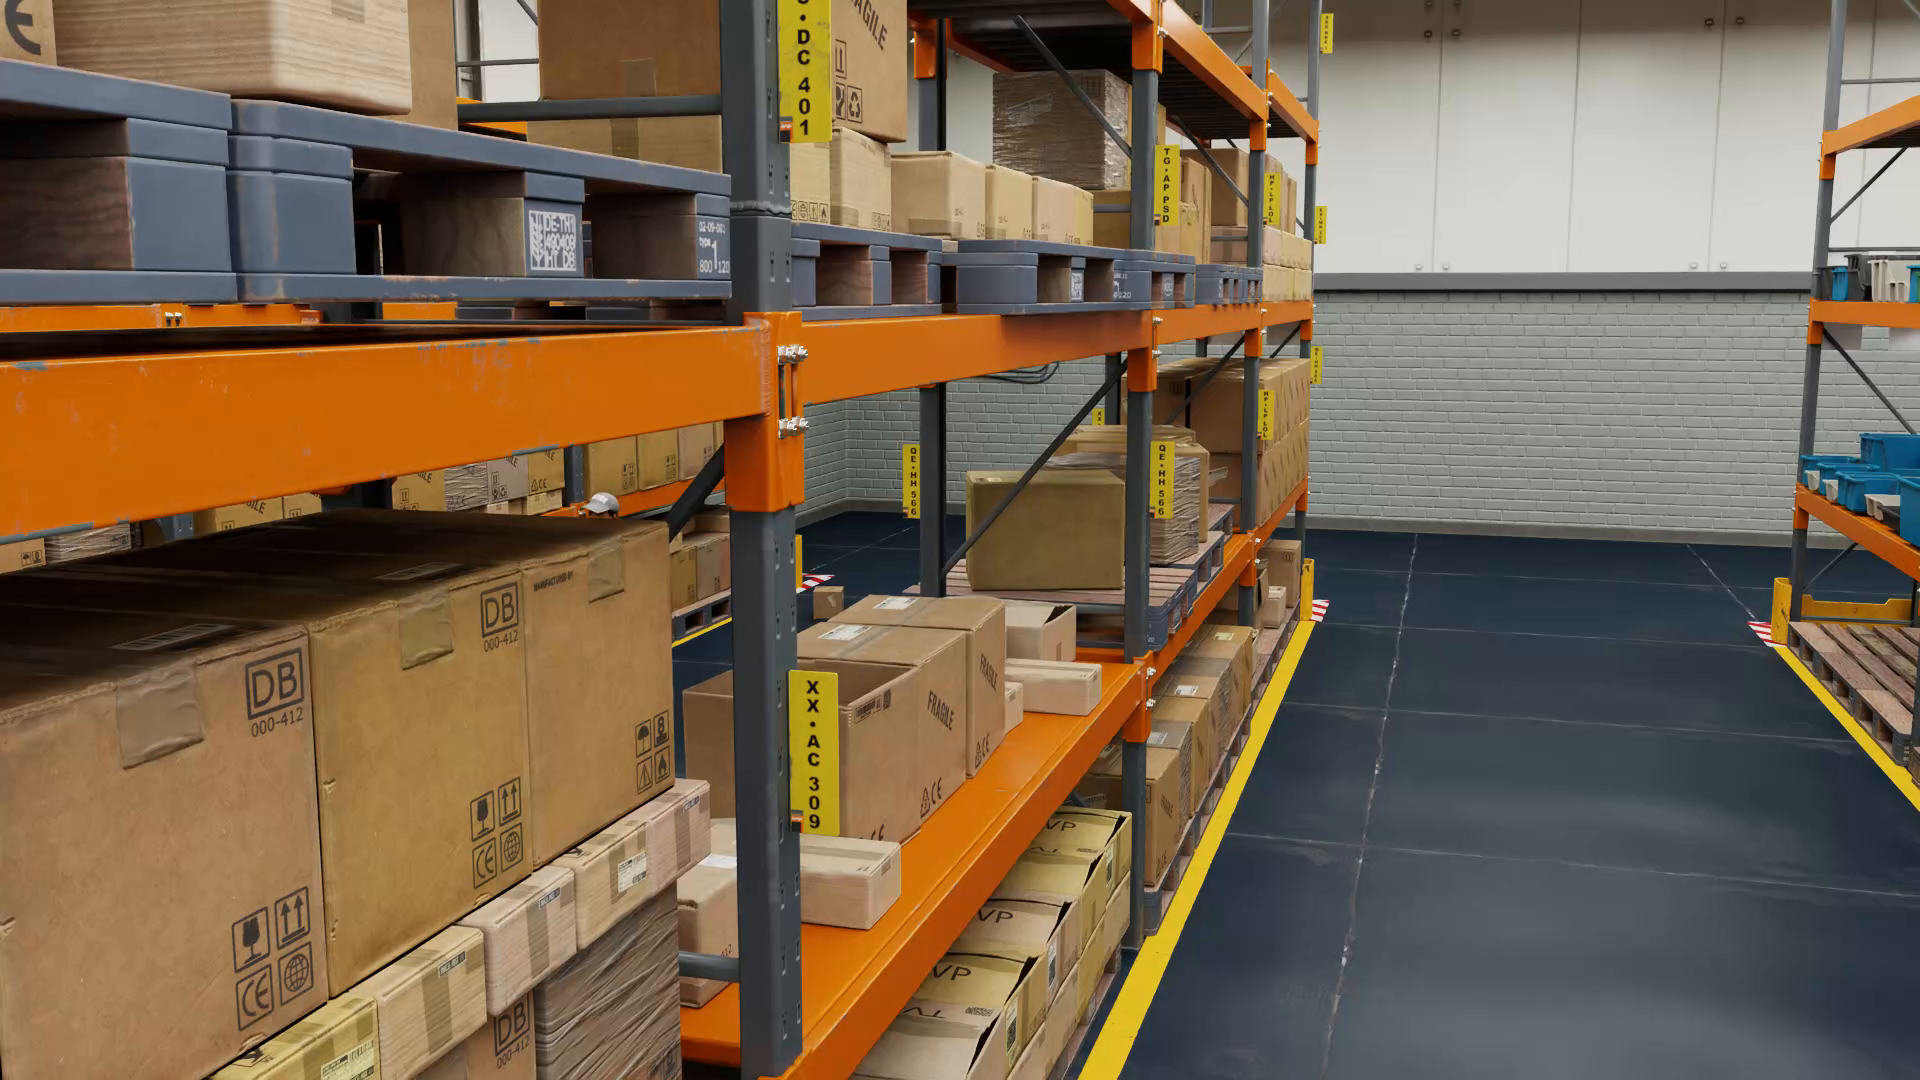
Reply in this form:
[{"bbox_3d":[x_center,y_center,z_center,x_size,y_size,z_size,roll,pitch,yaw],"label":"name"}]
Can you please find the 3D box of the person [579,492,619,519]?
[{"bbox_3d":[-2.233,0.510,10.352,0.496,1.625,0.856,3,9,22],"label":"person"}]
